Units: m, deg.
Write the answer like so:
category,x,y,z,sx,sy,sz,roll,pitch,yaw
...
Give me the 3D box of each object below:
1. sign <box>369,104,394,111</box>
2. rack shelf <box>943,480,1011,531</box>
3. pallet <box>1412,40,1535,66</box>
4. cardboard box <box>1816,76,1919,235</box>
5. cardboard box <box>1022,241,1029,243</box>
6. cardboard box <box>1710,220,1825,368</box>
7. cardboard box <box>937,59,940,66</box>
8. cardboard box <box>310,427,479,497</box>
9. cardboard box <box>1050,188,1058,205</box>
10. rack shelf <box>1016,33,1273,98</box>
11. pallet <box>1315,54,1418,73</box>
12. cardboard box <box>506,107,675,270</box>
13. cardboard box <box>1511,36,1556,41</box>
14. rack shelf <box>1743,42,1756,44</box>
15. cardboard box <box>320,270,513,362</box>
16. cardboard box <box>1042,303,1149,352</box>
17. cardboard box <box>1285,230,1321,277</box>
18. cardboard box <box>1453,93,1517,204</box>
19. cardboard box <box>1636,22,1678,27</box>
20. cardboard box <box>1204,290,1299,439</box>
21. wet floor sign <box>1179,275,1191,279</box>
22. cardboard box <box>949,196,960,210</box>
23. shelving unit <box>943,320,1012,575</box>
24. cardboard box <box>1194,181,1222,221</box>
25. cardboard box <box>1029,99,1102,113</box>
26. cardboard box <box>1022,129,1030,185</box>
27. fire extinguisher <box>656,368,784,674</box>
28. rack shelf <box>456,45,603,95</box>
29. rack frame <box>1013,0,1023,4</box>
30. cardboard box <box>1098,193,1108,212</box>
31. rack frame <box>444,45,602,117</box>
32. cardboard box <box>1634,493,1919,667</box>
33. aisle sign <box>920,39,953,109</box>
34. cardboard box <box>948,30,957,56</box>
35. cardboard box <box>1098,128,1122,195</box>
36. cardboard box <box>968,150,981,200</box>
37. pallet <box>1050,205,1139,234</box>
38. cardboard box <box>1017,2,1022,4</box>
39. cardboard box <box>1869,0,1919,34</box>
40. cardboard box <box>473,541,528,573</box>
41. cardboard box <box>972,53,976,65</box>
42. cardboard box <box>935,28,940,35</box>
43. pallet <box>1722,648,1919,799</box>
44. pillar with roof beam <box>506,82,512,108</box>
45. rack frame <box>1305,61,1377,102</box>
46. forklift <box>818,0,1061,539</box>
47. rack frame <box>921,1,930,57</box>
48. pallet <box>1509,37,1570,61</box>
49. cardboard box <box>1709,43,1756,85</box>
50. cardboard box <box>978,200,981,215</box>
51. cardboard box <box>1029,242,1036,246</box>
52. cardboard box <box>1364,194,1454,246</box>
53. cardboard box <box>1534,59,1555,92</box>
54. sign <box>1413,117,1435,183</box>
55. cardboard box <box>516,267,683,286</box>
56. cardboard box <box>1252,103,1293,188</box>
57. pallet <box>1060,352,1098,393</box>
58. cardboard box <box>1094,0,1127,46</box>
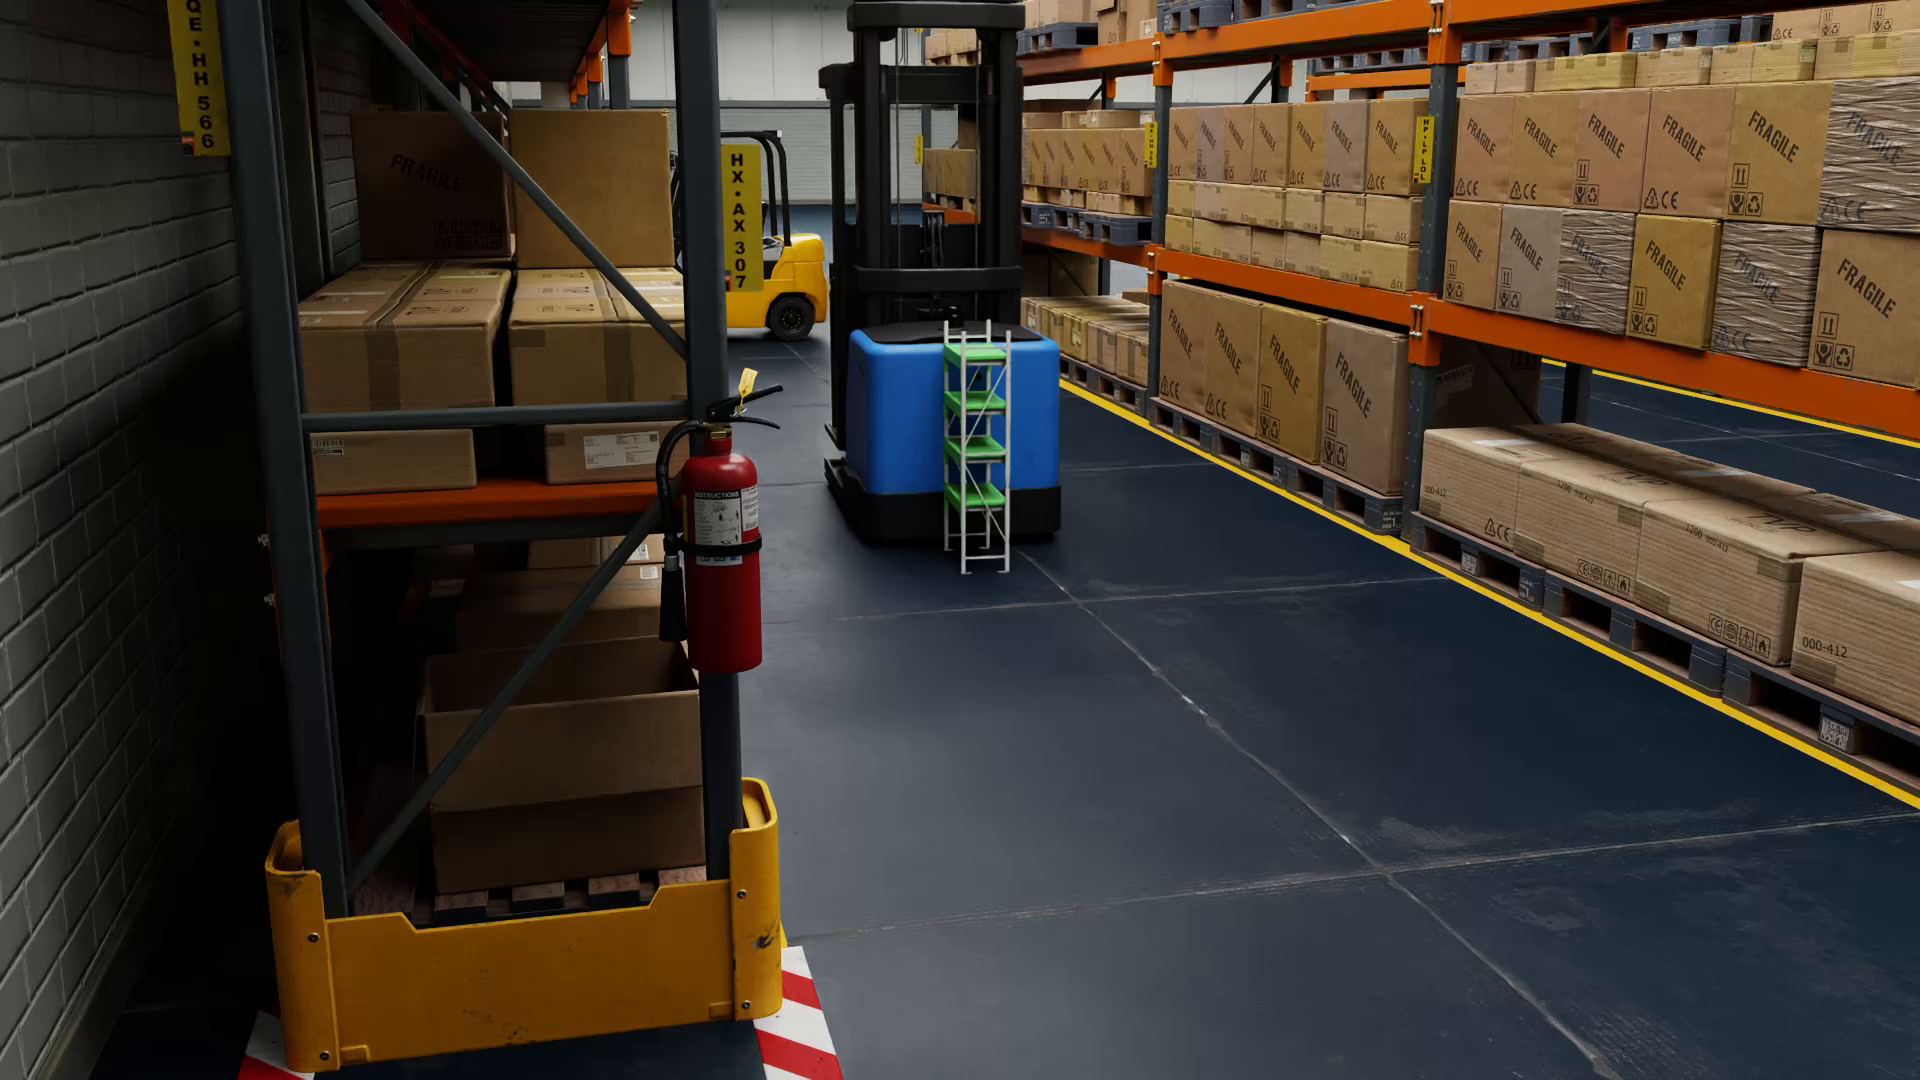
category,x,y,z,sx,sy,sz,roll,pitch,yaw
sign,-2.500,-1.724,7.224,0.100,0.325,0.005,-3,14,-13
rack shelf,0.082,-0.178,8.410,0.258,0.148,0.480,-2,14,-10
pallet,5.589,-5.219,17.836,1.003,0.211,1.213,-3,14,-13
cardboard box,3.306,-1.299,5.608,0.500,0.500,0.500,-3,14,-13
cardboard box,0.723,-3.065,18.479,0.500,0.500,0.500,-4,14,-15
cardboard box,3.198,-0.928,6.195,0.500,0.500,0.500,-3,14,-12
cardboard box,-0.045,-5.424,19.018,0.380,0.149,0.250,-4,14,-15
cardboard box,-1.361,-0.210,3.996,0.380,0.149,0.250,-3,14,-14
cardboard box,1.017,-3.072,14.827,0.380,0.149,0.250,-3,14,-12
rack shelf,1.453,-3.963,14.023,1.077,0.370,4.000,-3,14,-13
pallet,5.016,-5.782,20.140,1.003,0.211,1.213,-3,14,-13
cardboard box,-1.219,-1.172,5.514,0.500,0.500,0.500,-3,14,-12
cardboard box,6.016,-5.306,17.440,0.380,0.149,0.250,-4,14,-14
rack shelf,7.181,-3.339,11.470,1.077,0.370,4.000,-3,14,-13
cardboard box,-1.620,-0.667,5.027,0.500,0.250,0.500,-3,14,-11
cardboard box,1.281,-1.957,15.271,0.950,0.372,0.625,-2,14,-10
cardboard box,2.294,-1.723,9.973,0.500,0.250,0.500,-4,14,-15
cardboard box,2.739,-1.882,7.992,0.500,0.500,0.500,-3,14,-13
cardboard box,6.030,-4.837,14.777,0.500,0.500,0.500,-3,14,-13
cardboard box,2.210,-1.196,11.093,0.875,0.875,0.875,-3,14,-13
wet floor sign,2.901,-3.291,21.038,0.267,0.644,0.232,-6,15,-23
cardboard box,0.088,-3.785,18.630,0.380,0.149,0.250,-3,14,-12
shelving unit,0.082,-0.474,8.337,0.258,1.200,0.503,-2,14,-10
cardboard box,1.922,-2.314,11.340,0.500,0.250,0.500,-3,14,-12
cardboard box,1.091,-4.109,16.481,0.700,0.500,0.500,-3,14,-14
cardboard box,0.815,-3.589,15.577,0.500,0.500,0.500,-3,14,-12
fire extinguisher,-0.538,-0.044,3.735,0.296,0.674,0.183,-3,14,-13
rack shelf,-3.371,-3.685,12.887,1.077,0.370,4.000,-3,14,-13
rack frame,0.984,-6.231,15.470,1.000,3.000,0.127,-3,14,-13
cardboard box,1.330,-2.710,13.344,0.380,0.149,0.250,-4,14,-16
rack frame,-2.901,-2.116,11.269,1.000,3.000,0.127,-3,14,-13
cardboard box,3.327,0.135,6.567,0.875,0.438,0.875,-3,14,-12
aisle sign,-0.272,-5.499,19.638,0.394,0.787,0.004,-3,14,-13
cardboard box,0.158,-5.403,18.090,0.500,0.250,0.500,-3,14,-12
cardboard box,1.414,-2.999,13.159,0.500,0.500,0.500,-4,14,-14
cardboard box,0.384,-3.836,17.471,0.500,0.500,0.500,-3,14,-12
pallet,1.418,-2.755,14.287,1.003,0.211,1.213,-3,14,-13
cardboard box,0.731,-4.748,15.150,0.500,0.250,0.500,-4,14,-15
cardboard box,6.833,-3.822,11.720,0.500,0.500,0.500,-3,14,-13
cardboard box,-1.480,0.154,6.357,0.700,0.500,0.500,-4,14,-15
cardboard box,0.343,-5.069,17.565,0.380,0.149,0.250,-3,14,-14
cardboard box,-0.071,-5.868,19.156,0.380,0.149,0.250,-3,14,-14
pallet,3.538,0.626,5.919,1.003,0.211,1.213,-3,14,-13
pillar with roof beam,-8.353,-13.826,46.558,9.100,9.000,0.400,-3,14,-13
rack frame,4.832,-4.538,21.183,1.000,3.000,0.127,-3,14,-13
forklift,-0.233,-1.729,9.828,1.130,2.935,3.031,-2,14,-10
rack frame,0.044,-7.154,19.247,1.000,3.000,0.127,-3,14,-13
pallet,6.035,-4.771,16.219,0.805,0.209,1.217,-4,14,-15
cardboard box,3.127,-1.822,6.381,0.380,0.149,0.250,-3,14,-11
cardboard box,0.370,-3.486,17.404,0.380,0.149,0.250,-3,14,-14
cardboard box,0.948,-3.228,17.781,0.380,0.149,0.250,-2,14,-10
cardboard box,2.523,-1.729,8.947,0.500,0.250,0.500,-3,14,-13
cardboard box,2.861,-2.118,7.593,0.380,0.149,0.250,-3,14,-14
sign,2.337,-1.962,8.367,0.100,0.325,0.005,-3,14,-13
cardboard box,-1.108,-0.695,5.141,0.500,0.250,0.500,-4,14,-14
cardboard box,2.149,-2.450,10.317,0.500,0.500,0.500,-3,14,-12
pallet,1.458,-1.500,14.624,1.003,0.211,1.213,-3,14,-13
cardboard box,1.537,-4.251,13.470,0.797,0.503,0.637,-3,14,-13
